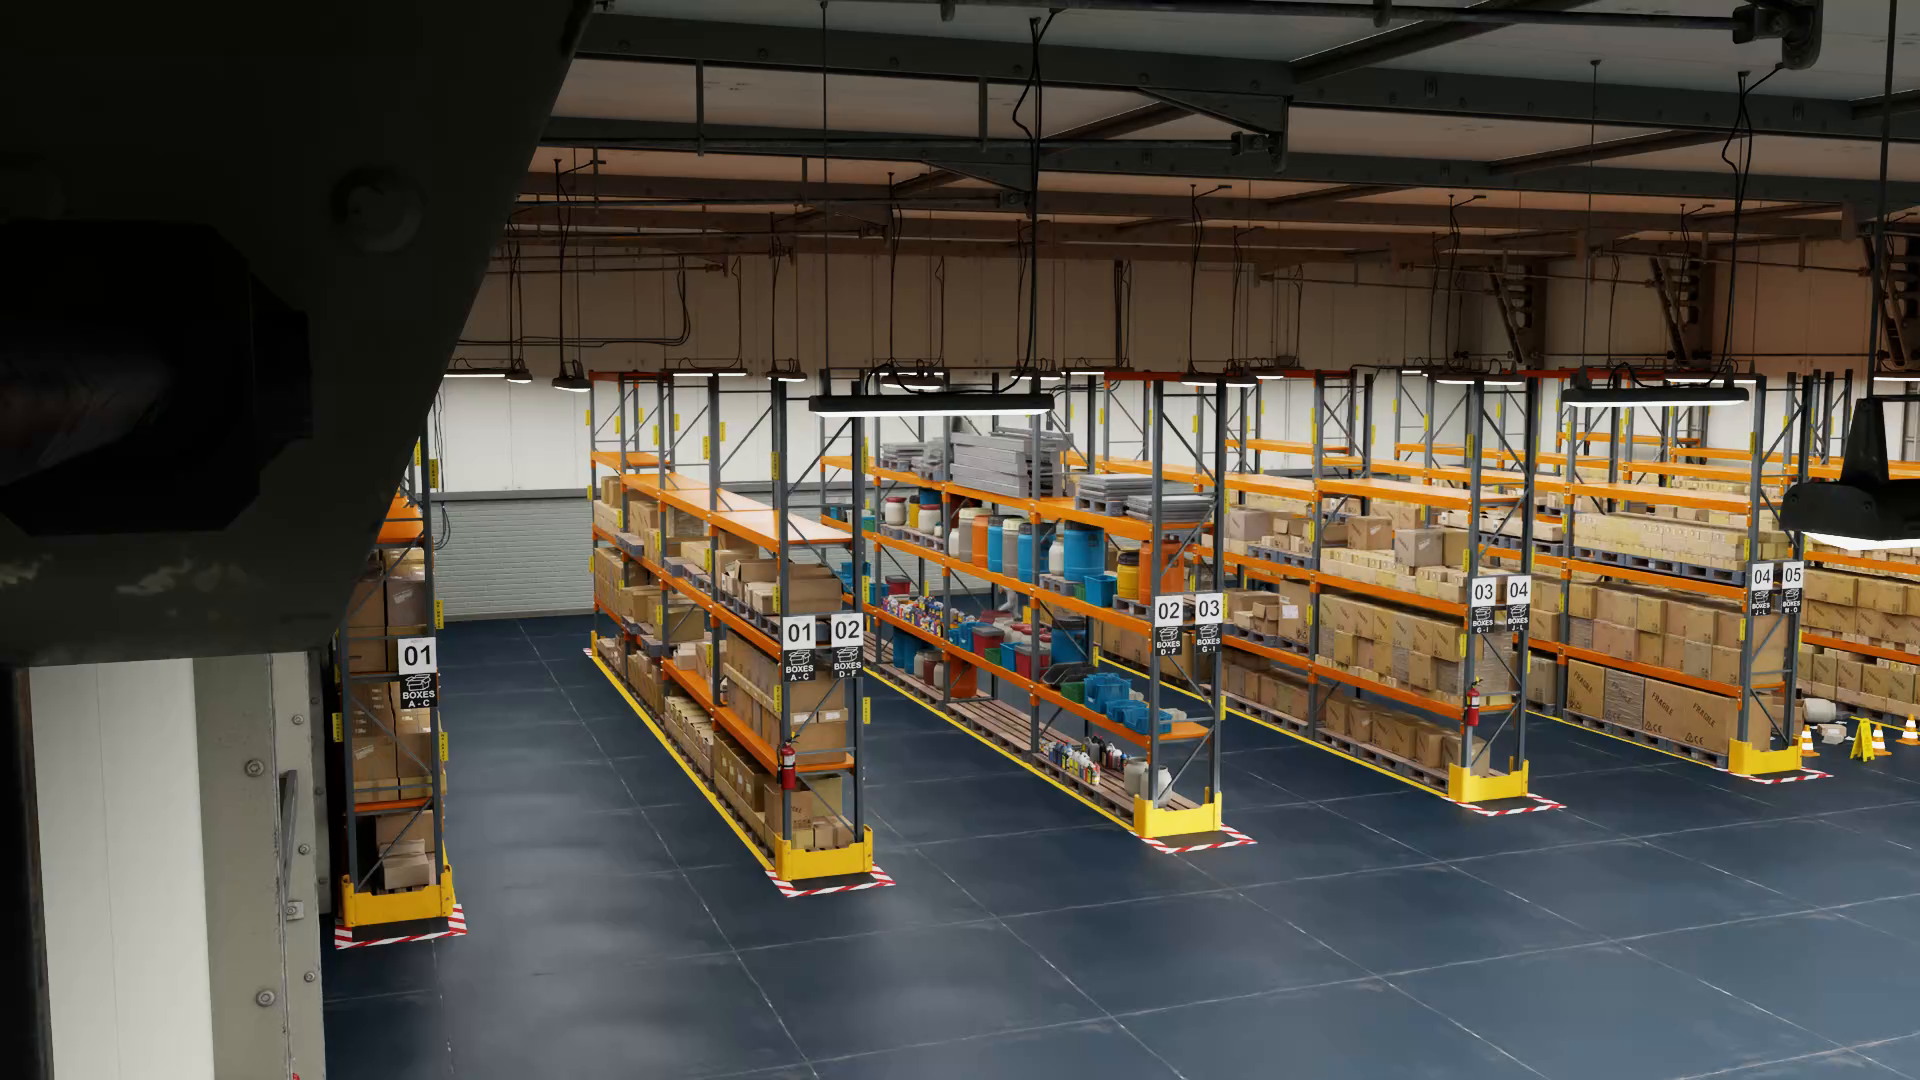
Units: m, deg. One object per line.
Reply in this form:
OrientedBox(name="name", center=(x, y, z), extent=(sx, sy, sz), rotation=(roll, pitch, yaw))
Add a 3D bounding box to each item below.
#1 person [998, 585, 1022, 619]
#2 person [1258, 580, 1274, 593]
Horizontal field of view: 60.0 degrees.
OrientedBox(name="person", center=(1.167, 1.123, 39.446), extent=(1.002, 1.574, 0.466), rotation=(-4, 8, -34))
OrientedBox(name="person", center=(7.601, 0.961, 41.198), extent=(0.609, 1.583, 0.604), rotation=(2, 7, 20))
